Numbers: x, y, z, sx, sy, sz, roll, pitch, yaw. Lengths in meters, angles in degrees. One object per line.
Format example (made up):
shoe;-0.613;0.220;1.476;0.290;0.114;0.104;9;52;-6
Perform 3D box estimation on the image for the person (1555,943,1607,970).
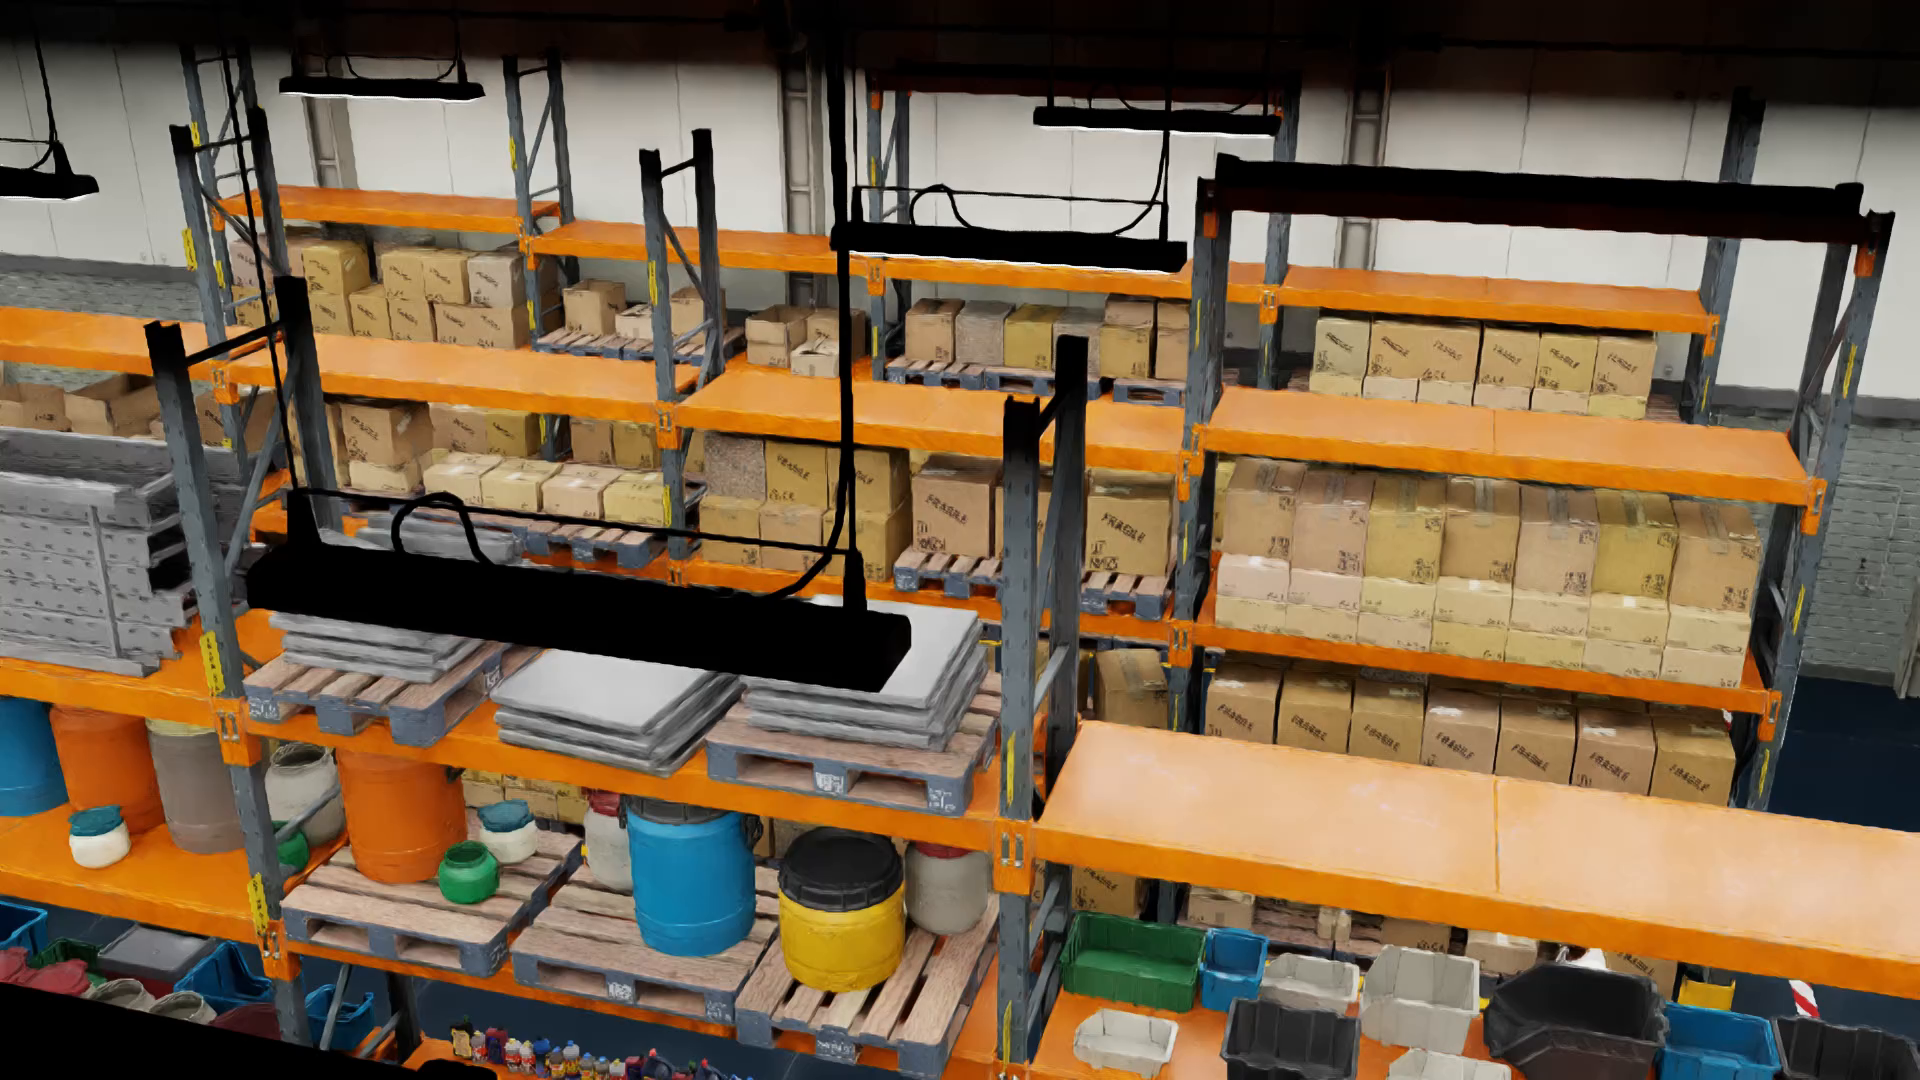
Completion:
person;4.003;3.154;10.926;1.111;1.706;0.566;7;24;17
